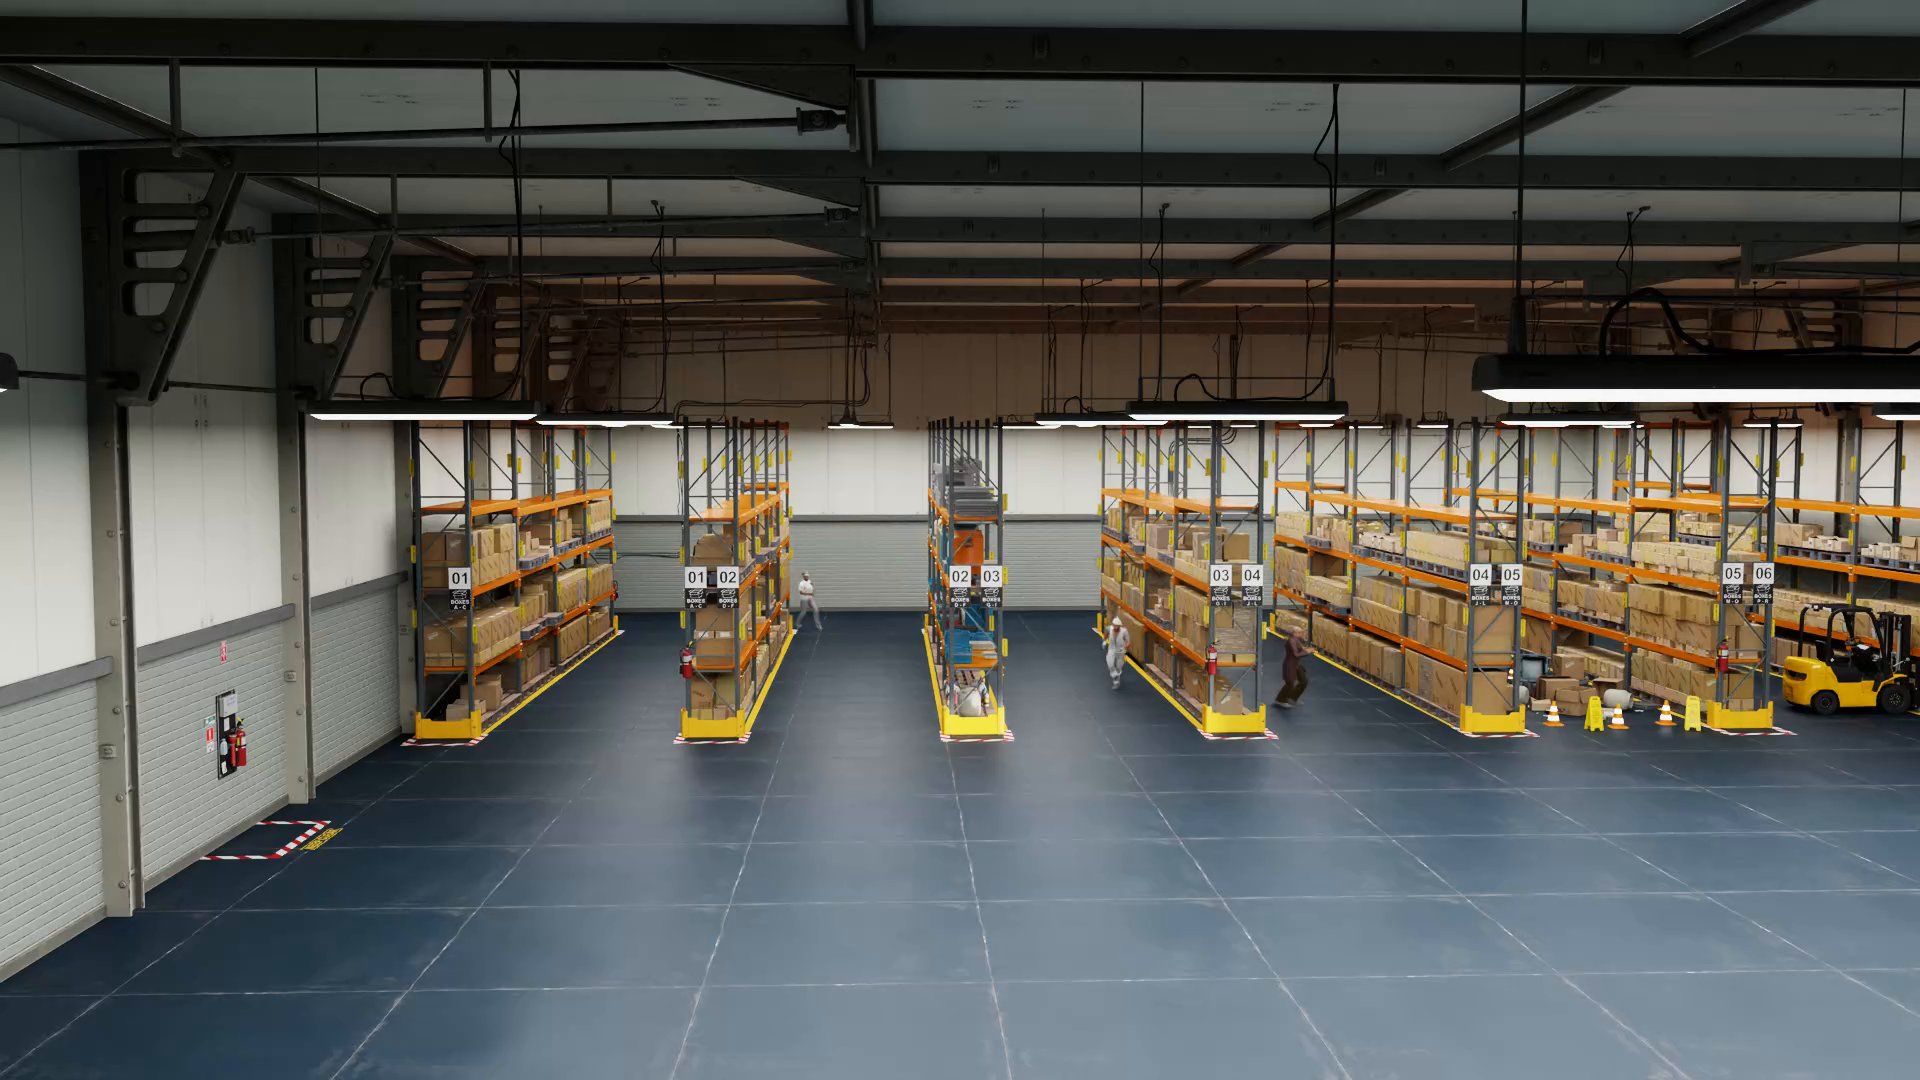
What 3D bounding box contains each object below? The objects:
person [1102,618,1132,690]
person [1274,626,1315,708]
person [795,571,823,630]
[{"bbox_3d":[3.494,2.484,36.964,0.697,1.603,1.095,1,4,13],"label":"person"},{"bbox_3d":[6.857,2.729,34.250,0.932,1.550,0.619,3,5,37],"label":"person"},{"bbox_3d":[-4.416,1.756,48.029,0.837,1.718,0.576,3,5,42],"label":"person"}]
